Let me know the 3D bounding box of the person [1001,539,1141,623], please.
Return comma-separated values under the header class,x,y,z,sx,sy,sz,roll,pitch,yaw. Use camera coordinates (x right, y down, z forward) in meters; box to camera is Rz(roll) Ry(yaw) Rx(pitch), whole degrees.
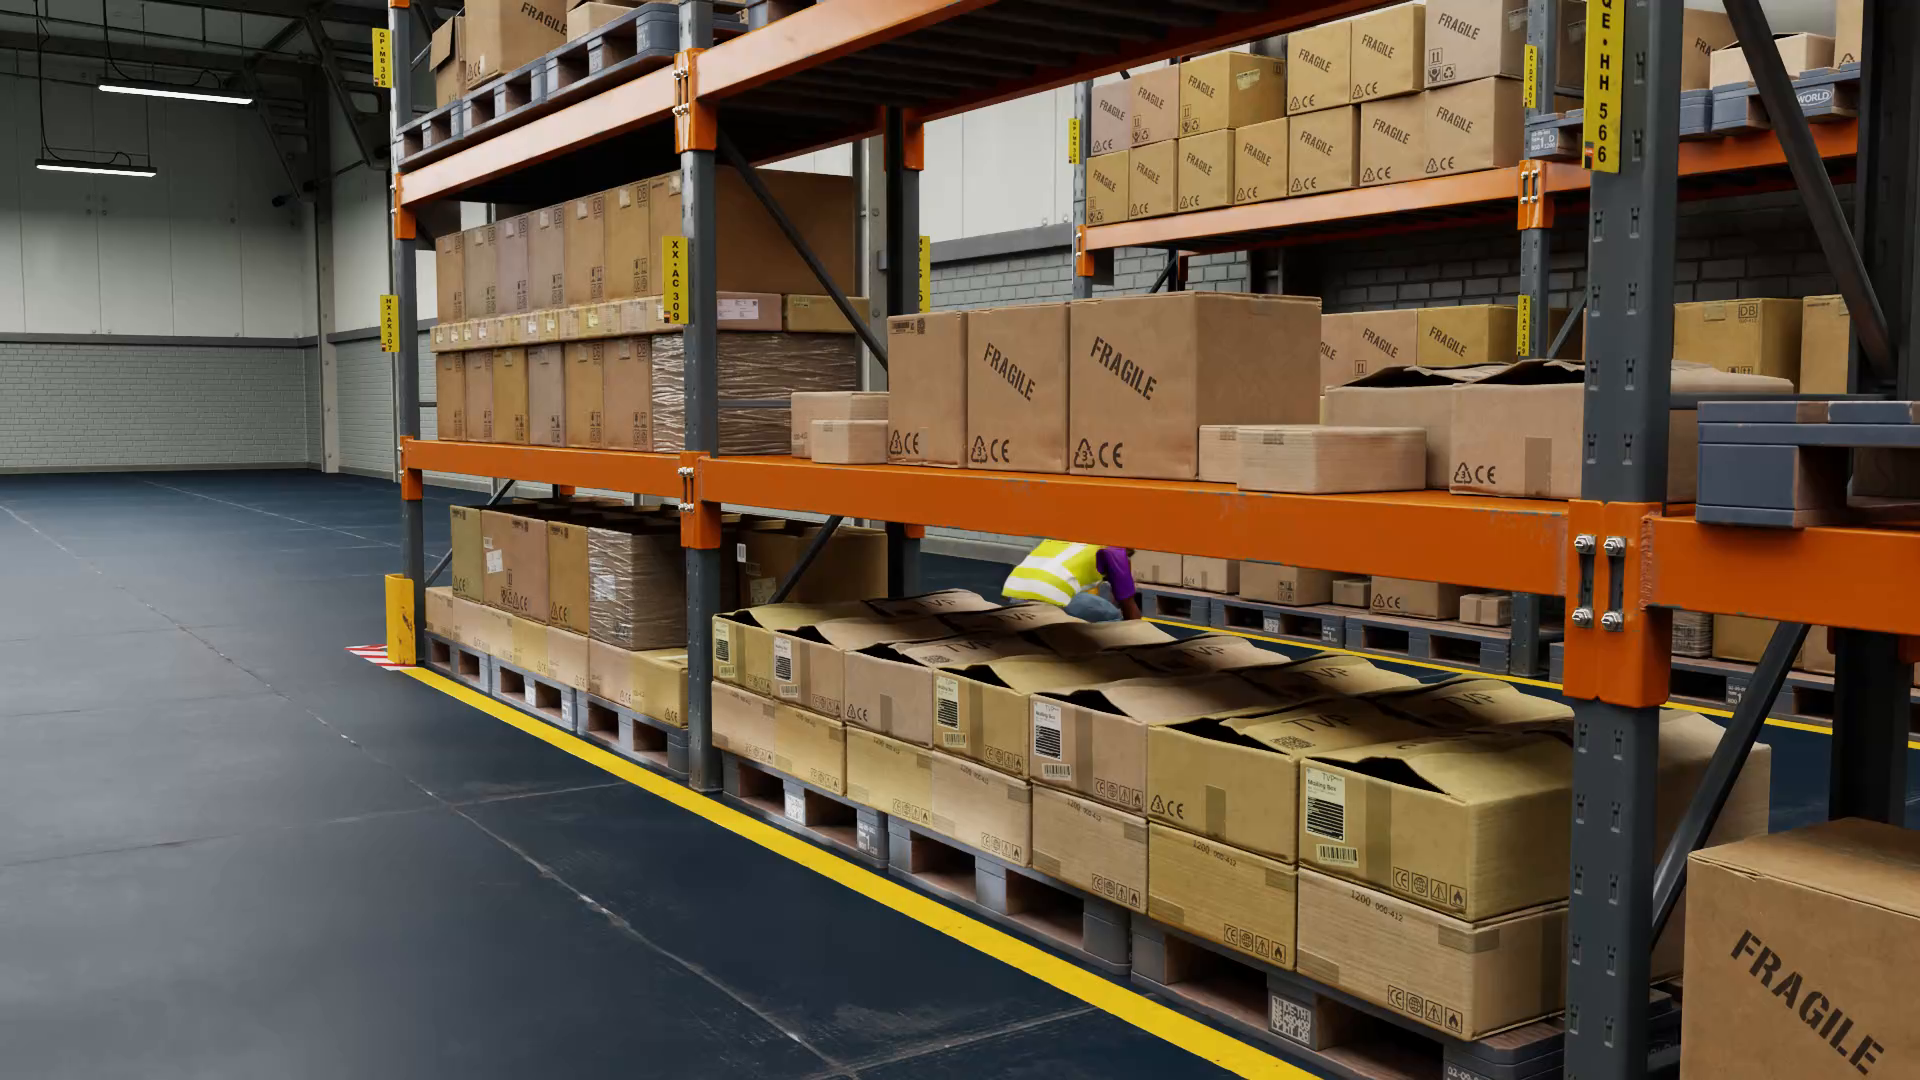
class,x,y,z,sx,sy,sz,roll,pitch,yaw
person,0.640,0.303,9.257,0.897,0.914,0.569,-3,6,-34
